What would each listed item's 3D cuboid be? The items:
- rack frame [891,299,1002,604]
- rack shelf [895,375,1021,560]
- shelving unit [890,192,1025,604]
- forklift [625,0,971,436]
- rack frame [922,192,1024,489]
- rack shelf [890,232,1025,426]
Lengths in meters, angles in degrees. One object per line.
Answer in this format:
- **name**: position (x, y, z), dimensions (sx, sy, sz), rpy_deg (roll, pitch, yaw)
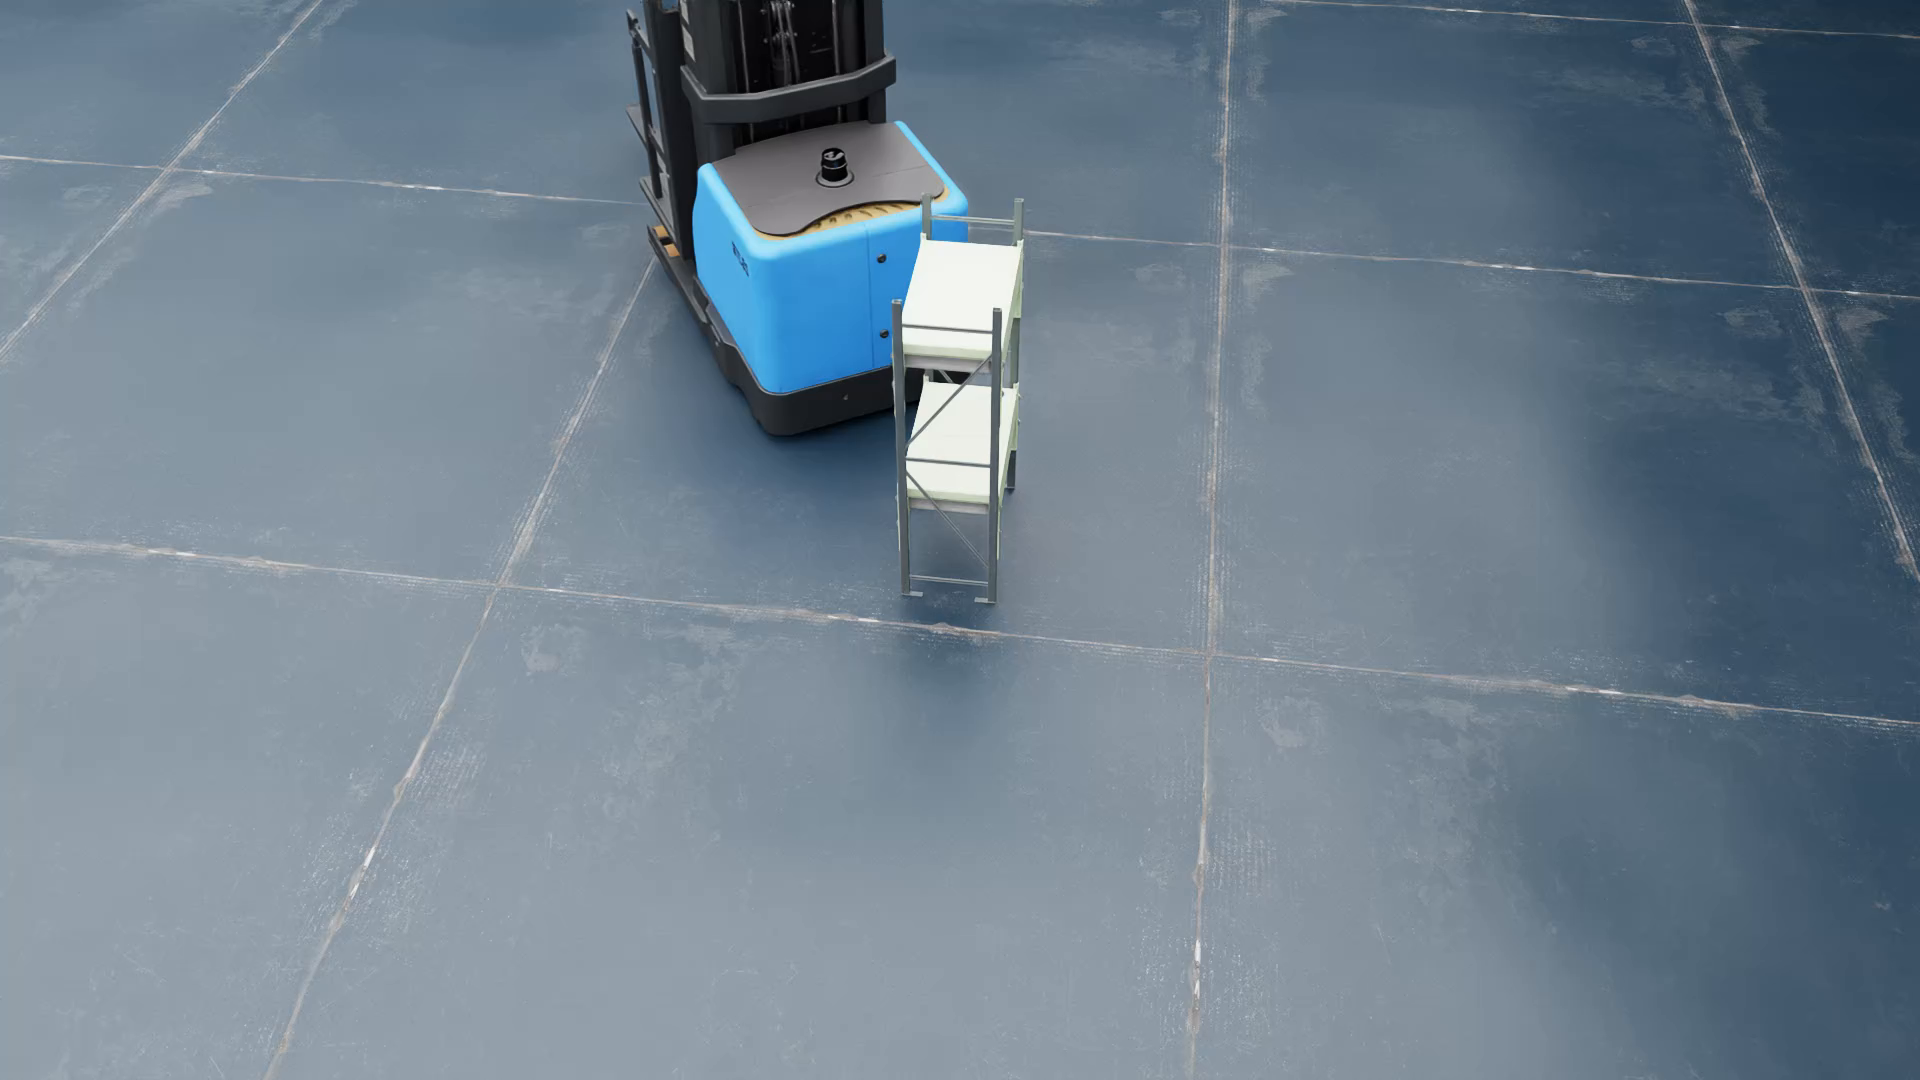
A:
- **rack frame**: position (-0.048, -0.300, 6.498), dimensions (0.400, 1.500, 0.023), rpy_deg (5, 44, 6)
- **rack shelf**: position (0.001, -0.312, 6.985), dimensions (0.431, 0.370, 0.720), rpy_deg (5, 44, 6)
- **shelving unit**: position (0.001, -0.549, 6.761), dimensions (0.431, 1.500, 0.755), rpy_deg (5, 44, 6)
- **forklift**: position (-1.009, -2.566, 7.850), dimensions (1.130, 2.935, 3.031), rpy_deg (-17, 46, -17)
- **rack frame**: position (0.049, -0.799, 7.025), dimensions (0.400, 1.500, 0.023), rpy_deg (5, 44, 6)
- **rack shelf**: position (0.001, -0.833, 6.493), dimensions (0.431, 0.370, 0.720), rpy_deg (5, 44, 6)
